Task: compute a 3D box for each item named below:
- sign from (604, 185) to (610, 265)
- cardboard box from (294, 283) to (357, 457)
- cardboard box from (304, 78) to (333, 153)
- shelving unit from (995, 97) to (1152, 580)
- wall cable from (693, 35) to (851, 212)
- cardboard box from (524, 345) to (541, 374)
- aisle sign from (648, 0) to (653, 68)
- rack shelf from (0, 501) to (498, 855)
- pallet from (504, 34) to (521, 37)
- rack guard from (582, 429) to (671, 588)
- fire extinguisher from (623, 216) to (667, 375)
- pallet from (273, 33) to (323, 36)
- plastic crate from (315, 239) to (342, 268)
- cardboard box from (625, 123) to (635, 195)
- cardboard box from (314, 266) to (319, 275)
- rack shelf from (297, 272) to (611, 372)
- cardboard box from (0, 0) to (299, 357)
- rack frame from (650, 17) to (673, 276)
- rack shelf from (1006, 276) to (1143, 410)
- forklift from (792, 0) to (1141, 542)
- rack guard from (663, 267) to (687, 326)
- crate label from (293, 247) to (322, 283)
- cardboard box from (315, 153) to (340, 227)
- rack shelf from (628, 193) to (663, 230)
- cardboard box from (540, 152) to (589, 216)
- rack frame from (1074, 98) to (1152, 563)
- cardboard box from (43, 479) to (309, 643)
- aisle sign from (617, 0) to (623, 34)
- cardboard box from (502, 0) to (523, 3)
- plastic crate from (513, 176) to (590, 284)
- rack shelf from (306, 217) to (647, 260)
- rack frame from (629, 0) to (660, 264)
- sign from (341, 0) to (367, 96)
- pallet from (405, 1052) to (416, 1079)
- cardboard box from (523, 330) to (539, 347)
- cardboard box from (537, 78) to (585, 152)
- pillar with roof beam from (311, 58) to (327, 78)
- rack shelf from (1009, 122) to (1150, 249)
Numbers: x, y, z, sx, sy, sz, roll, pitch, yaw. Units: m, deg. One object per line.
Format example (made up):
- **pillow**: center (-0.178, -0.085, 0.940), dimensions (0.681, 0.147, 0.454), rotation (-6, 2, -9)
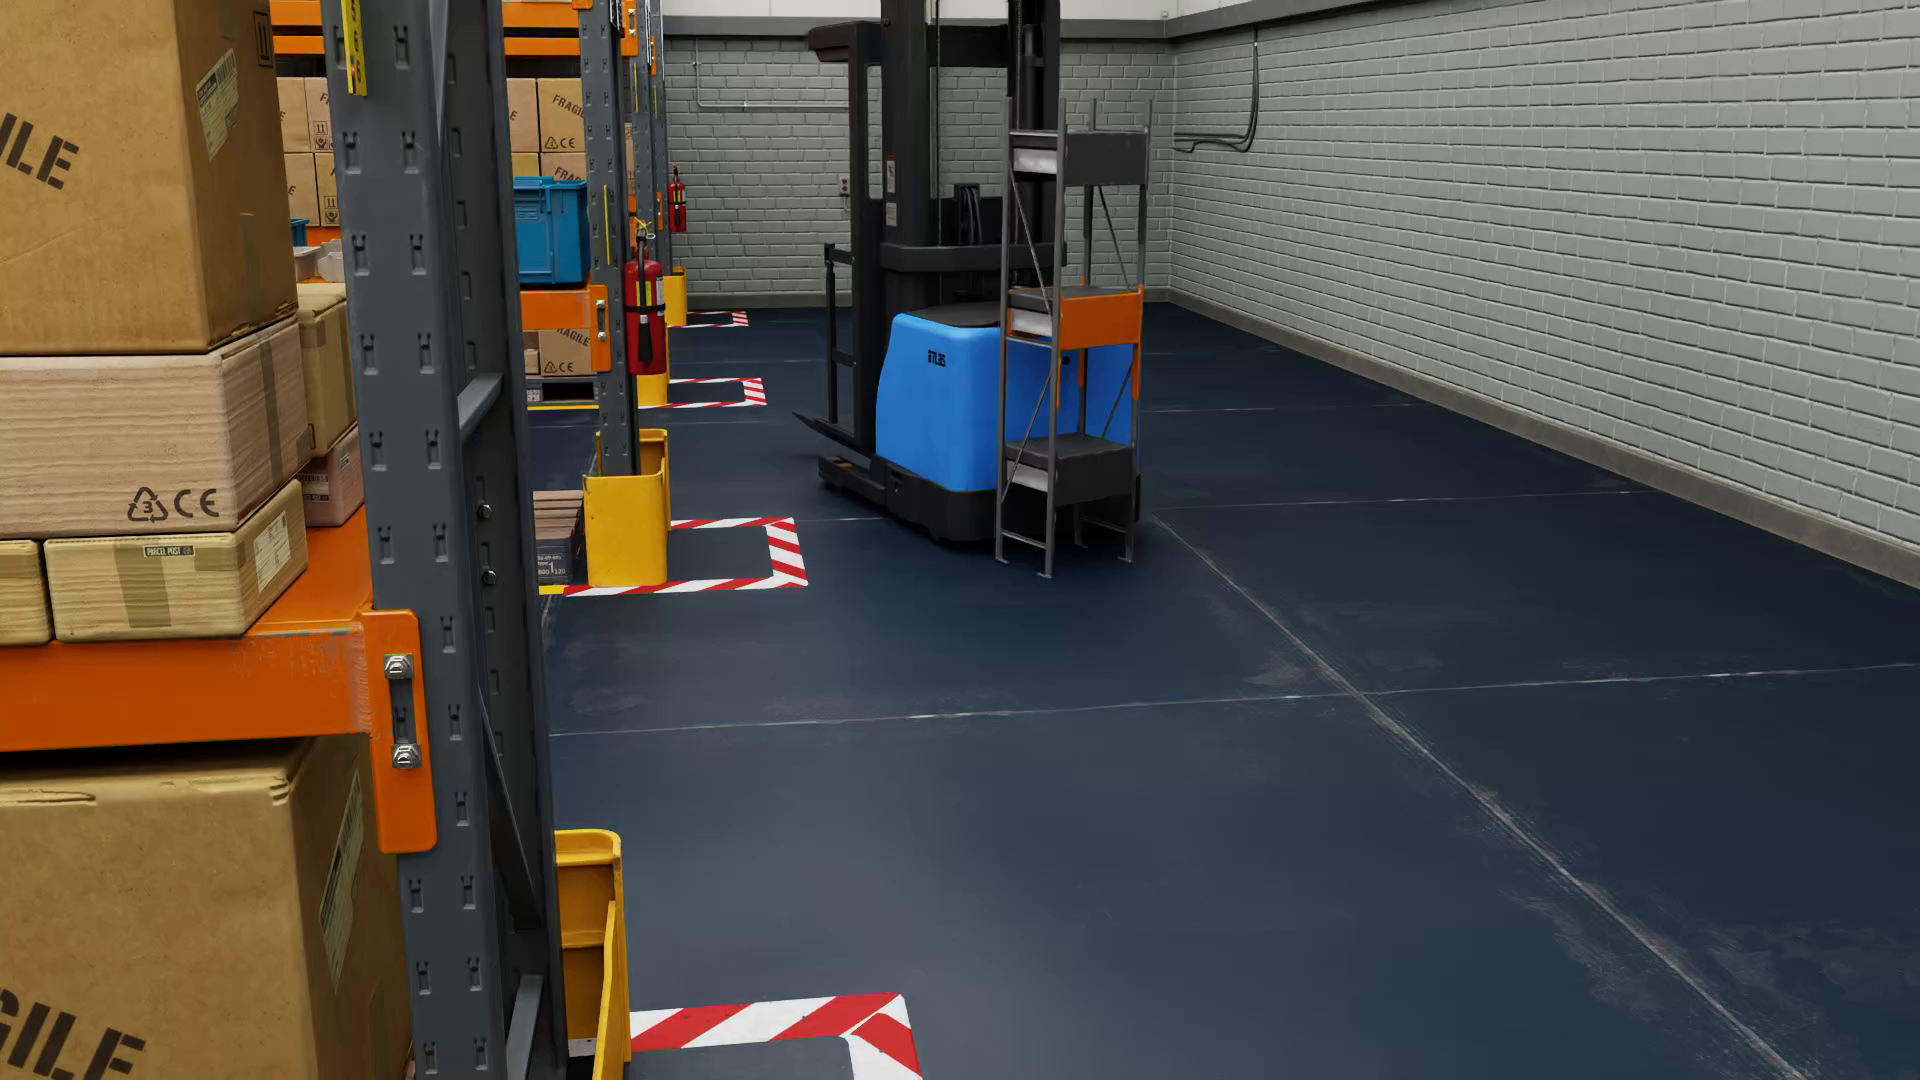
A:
- **sign**: center (-1.490, -1.330, 7.024), dimensions (0.005, 0.325, 0.100), rotation (-2, 14, -8)
- **cardboard box**: center (-1.365, -0.310, 2.990), dimensions (0.500, 0.250, 0.500), rotation (-2, 14, -10)
- **cardboard box**: center (-4.240, -2.968, 11.631), dimensions (0.500, 0.500, 0.500), rotation (-2, 14, -7)
- **shelving unit**: center (0.501, -0.912, 7.521), dimensions (0.503, 2.100, 0.431), rotation (-10, 19, -36)
- **wall cable**: center (-1.938, -4.532, 18.040), dimensions (1.851, 1.984, 0.084), rotation (-2, 14, -8)
- **cardboard box**: center (-3.237, -1.341, 12.324), dimensions (0.250, 0.166, 0.380), rotation (-2, 14, -8)
- **aisle sign**: center (-2.298, -3.908, 12.295), dimensions (0.004, 0.787, 0.394), rotation (-2, 14, -8)
- **rack shelf**: center (-2.828, 0.230, 2.617), dimensions (4.000, 0.370, 1.077), rotation (-2, 14, -8)
- **pallet**: center (-5.005, -5.103, 16.420), dimensions (1.213, 0.211, 1.003), rotation (-2, 14, -8)
- **rack guard**: center (-1.566, -0.174, 7.889), dimensions (0.348, 0.500, 1.175), rotation (-2, 14, -8)
- **fire extinguisher**: center (-1.371, -1.060, 7.209), dimensions (0.183, 0.674, 0.296), rotation (-2, 14, -8)
- **pallet**: center (-6.208, -5.060, 16.247), dimensions (1.213, 0.211, 1.003), rotation (-2, 14, -8)
- **plastic crate**: center (-2.881, -1.338, 7.809), dimensions (0.298, 0.136, 0.250), rotation (-2, 14, -8)
- **cardboard box**: center (-3.567, -3.890, 16.951), dimensions (0.700, 0.700, 0.980), rotation (-1, 14, -6)
- **cardboard box**: center (-6.264, -2.614, 16.756), dimensions (0.500, 0.500, 0.700), rotation (-2, 14, -8)
- **rack shelf**: center (-3.565, -0.961, 7.367), dimensions (4.000, 0.370, 1.077), rotation (-2, 14, -8)
- **cardboard box**: center (-1.293, -0.546, 2.386), dimensions (0.500, 0.500, 0.500), rotation (-2, 14, -8)
- **rack frame**: center (-3.064, -3.766, 17.071), dimensions (0.127, 3.000, 1.000), rotation (-2, 14, -8)
- **rack shelf**: center (0.501, -0.899, 7.524), dimensions (0.480, 0.518, 0.431), rotation (-10, 19, -36)
- **forklift**: center (-0.156, -1.725, 9.077), dimensions (1.130, 2.935, 3.031), rotation (-6, 15, -23)
- **rack guard**: center (-3.040, -2.554, 17.378), dimensions (0.348, 0.500, 1.175), rotation (-2, 14, -8)
- **crate label**: center (-2.928, -1.188, 7.210), dimensions (0.243, 0.136, 0.396), rotation (-2, 14, -8)
- **cardboard box**: center (-4.229, -2.486, 11.764), dimensions (0.500, 0.500, 0.500), rotation (-2, 14, -9)
- **rack shelf**: center (-5.041, -3.344, 16.869), dimensions (4.000, 0.370, 1.077), rotation (-2, 14, -8)
- **cardboard box**: center (-2.724, -2.541, 11.982), dimensions (0.500, 0.500, 0.500), rotation (-2, 14, -7)
- **rack frame**: center (0.696, -0.948, 7.662), dimensions (0.015, 2.100, 0.400), rotation (-10, 19, -36)
- **cardboard box**: center (-1.153, 0.023, 2.481), dimensions (0.250, 0.149, 0.380), rotation (-2, 14, -7)
- **aisle sign**: center (-1.561, -2.718, 7.548), dimensions (0.004, 0.787, 0.394), rotation (-2, 14, -8)
- **cardboard box**: center (-3.287, -3.859, 11.585), dimensions (0.500, 0.250, 0.500), rotation (-2, 14, -8)
- **plastic crate**: center (-1.891, -1.372, 7.330), dimensions (0.499, 0.435, 0.616), rotation (-2, 14, -8)
- **rack shelf**: center (-4.300, -2.153, 12.119), dimensions (4.000, 0.370, 1.077), rotation (-2, 14, -8)
- **rack frame**: center (-2.322, -2.574, 12.320), dimensions (0.127, 3.000, 1.000), rotation (-2, 14, -8)
- **sign**: center (-0.783, -0.737, 2.126), dimensions (0.005, 0.325, 0.100), rotation (-2, 14, -8)
- **pallet**: center (-1.629, 1.209, 2.967), dimensions (1.213, 0.211, 1.003), rotation (-2, 14, -8)
- **cardboard box**: center (-3.396, -1.484, 12.722), dimensions (0.500, 0.250, 0.500), rotation (-2, 14, -8)
- **cardboard box**: center (-2.721, -3.025, 11.858), dimensions (0.500, 0.500, 0.500), rotation (-2, 14, -9)
- **pillar with roof beam**: center (-5.814, -5.729, 12.565), dimensions (0.400, 9.000, 9.100), rotation (-2, 14, -8)
- **rack shelf**: center (0.511, -1.575, 7.341), dimensions (0.480, 0.518, 0.431), rotation (-10, 19, -36)
